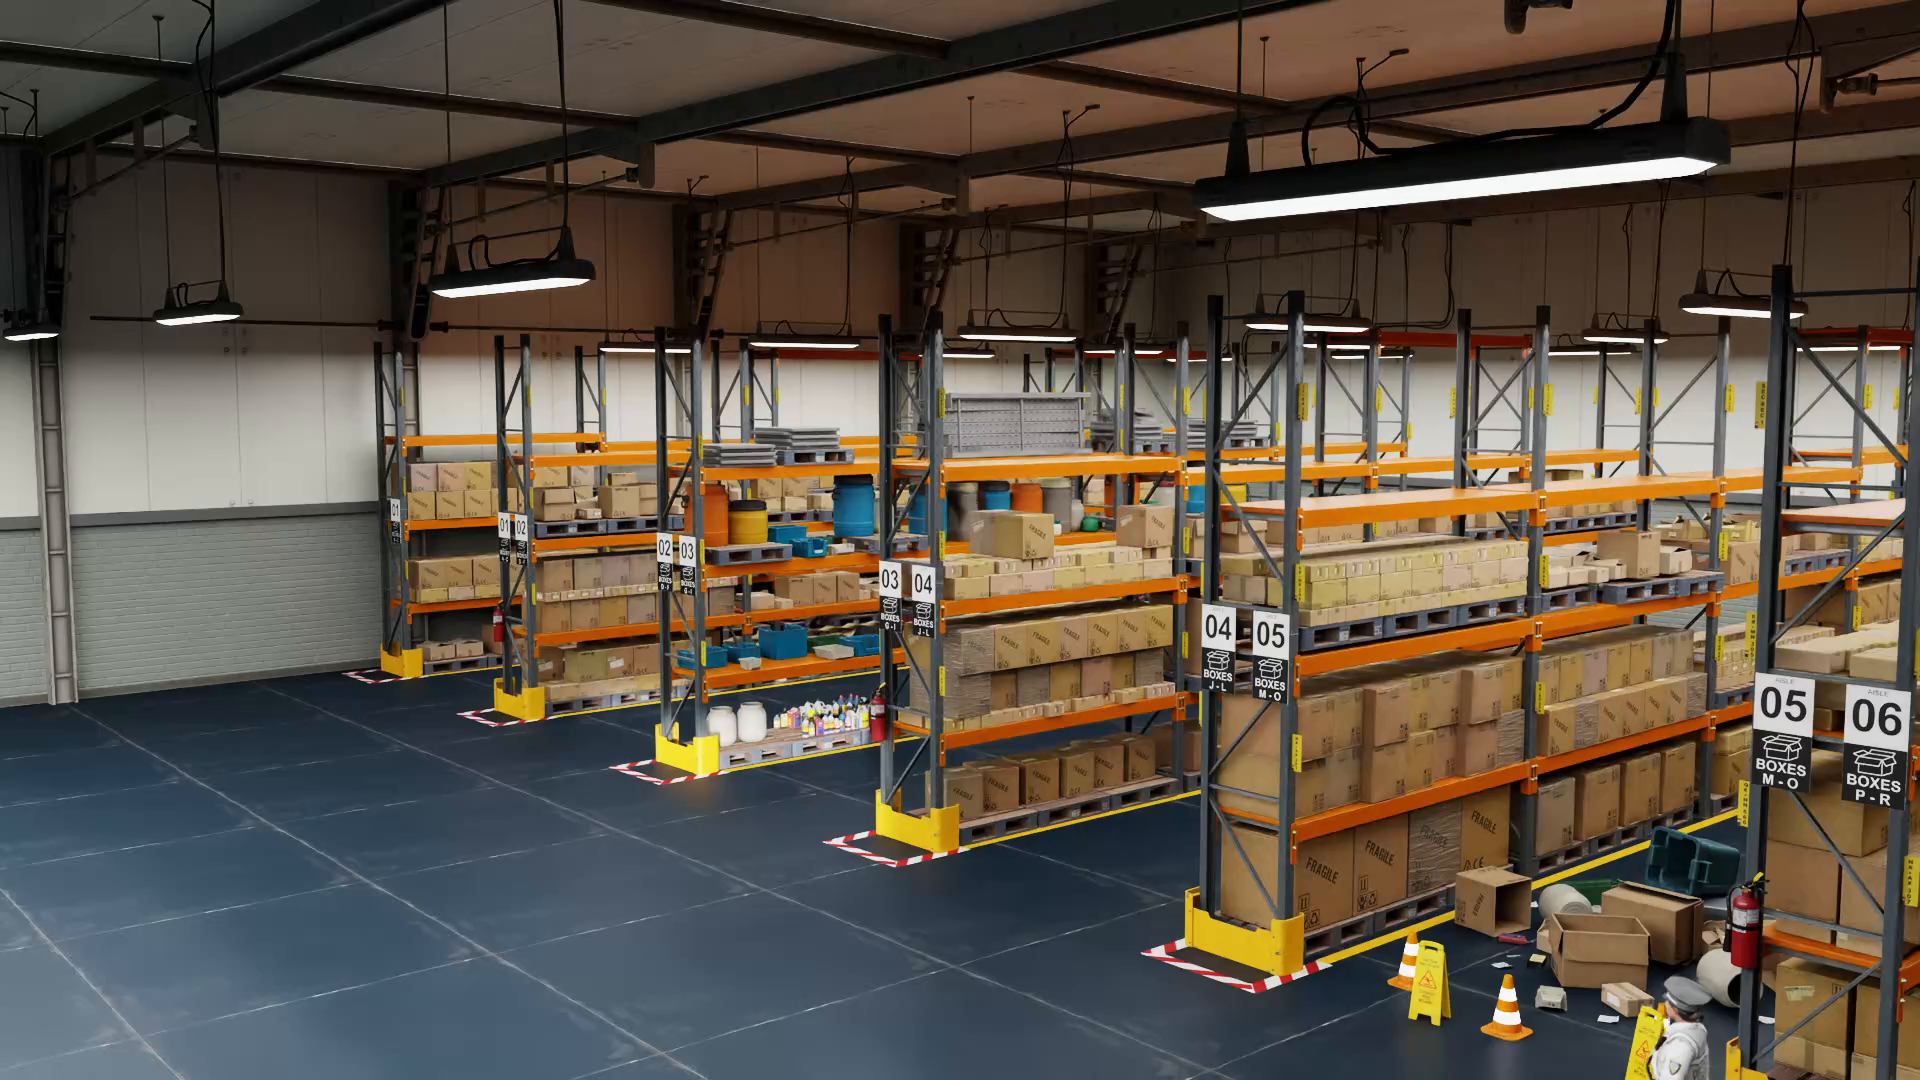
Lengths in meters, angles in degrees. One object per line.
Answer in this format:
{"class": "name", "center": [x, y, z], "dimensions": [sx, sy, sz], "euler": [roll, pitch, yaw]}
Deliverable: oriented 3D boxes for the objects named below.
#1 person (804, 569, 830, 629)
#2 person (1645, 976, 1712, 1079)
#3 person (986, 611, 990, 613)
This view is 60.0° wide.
{"class": "person", "center": [-2.752, 1.398, 32.121], "dimensions": [1.045, 1.673, 0.683], "euler": [-5, 7, -42]}
{"class": "person", "center": [4.238, 3.424, 9.956], "dimensions": [0.978, 1.631, 0.424], "euler": [0, 5, -2]}
{"class": "person", "center": [0.722, 1.568, 29.800], "dimensions": [0.856, 1.720, 0.560], "euler": [-5, 7, -43]}
